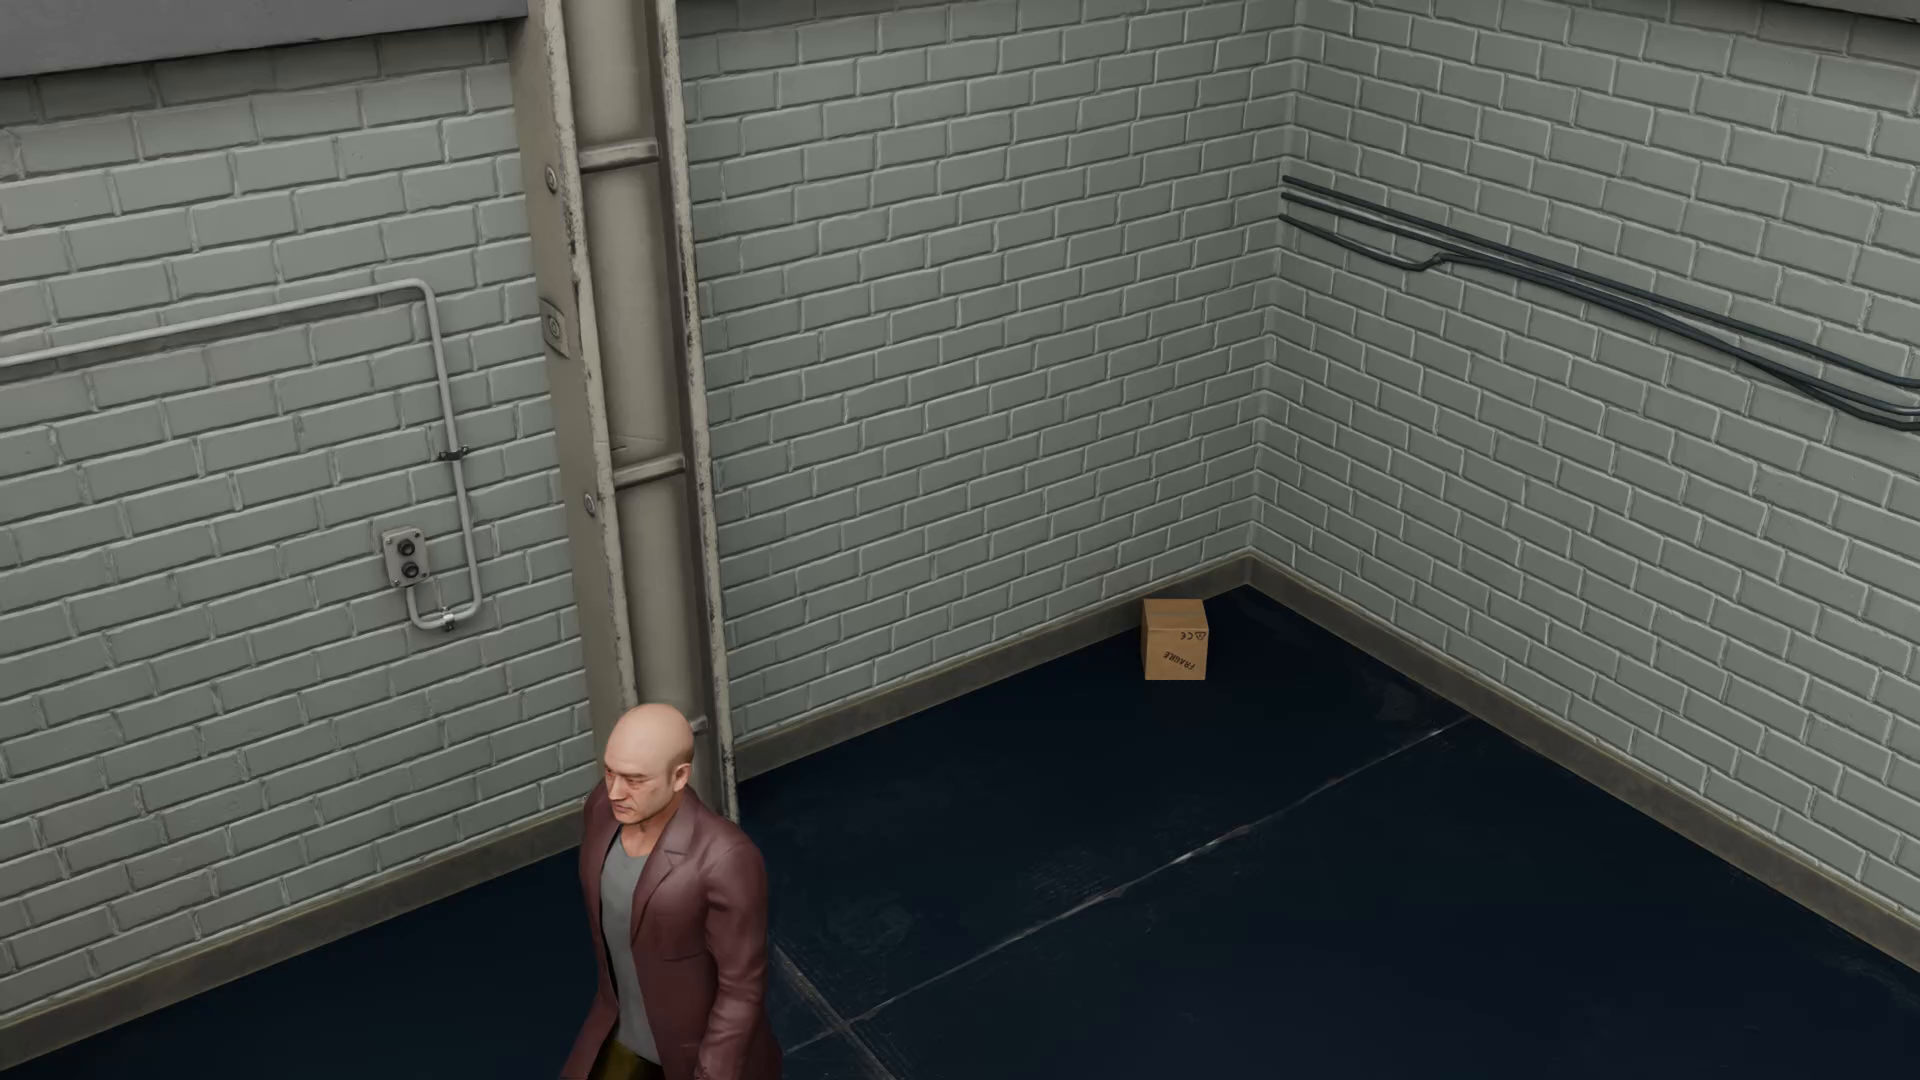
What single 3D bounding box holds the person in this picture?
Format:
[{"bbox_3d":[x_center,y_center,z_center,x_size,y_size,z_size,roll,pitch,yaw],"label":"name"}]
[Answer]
[{"bbox_3d":[-0.712,1.185,3.937,0.644,1.810,0.839,17,33,29],"label":"person"}]
